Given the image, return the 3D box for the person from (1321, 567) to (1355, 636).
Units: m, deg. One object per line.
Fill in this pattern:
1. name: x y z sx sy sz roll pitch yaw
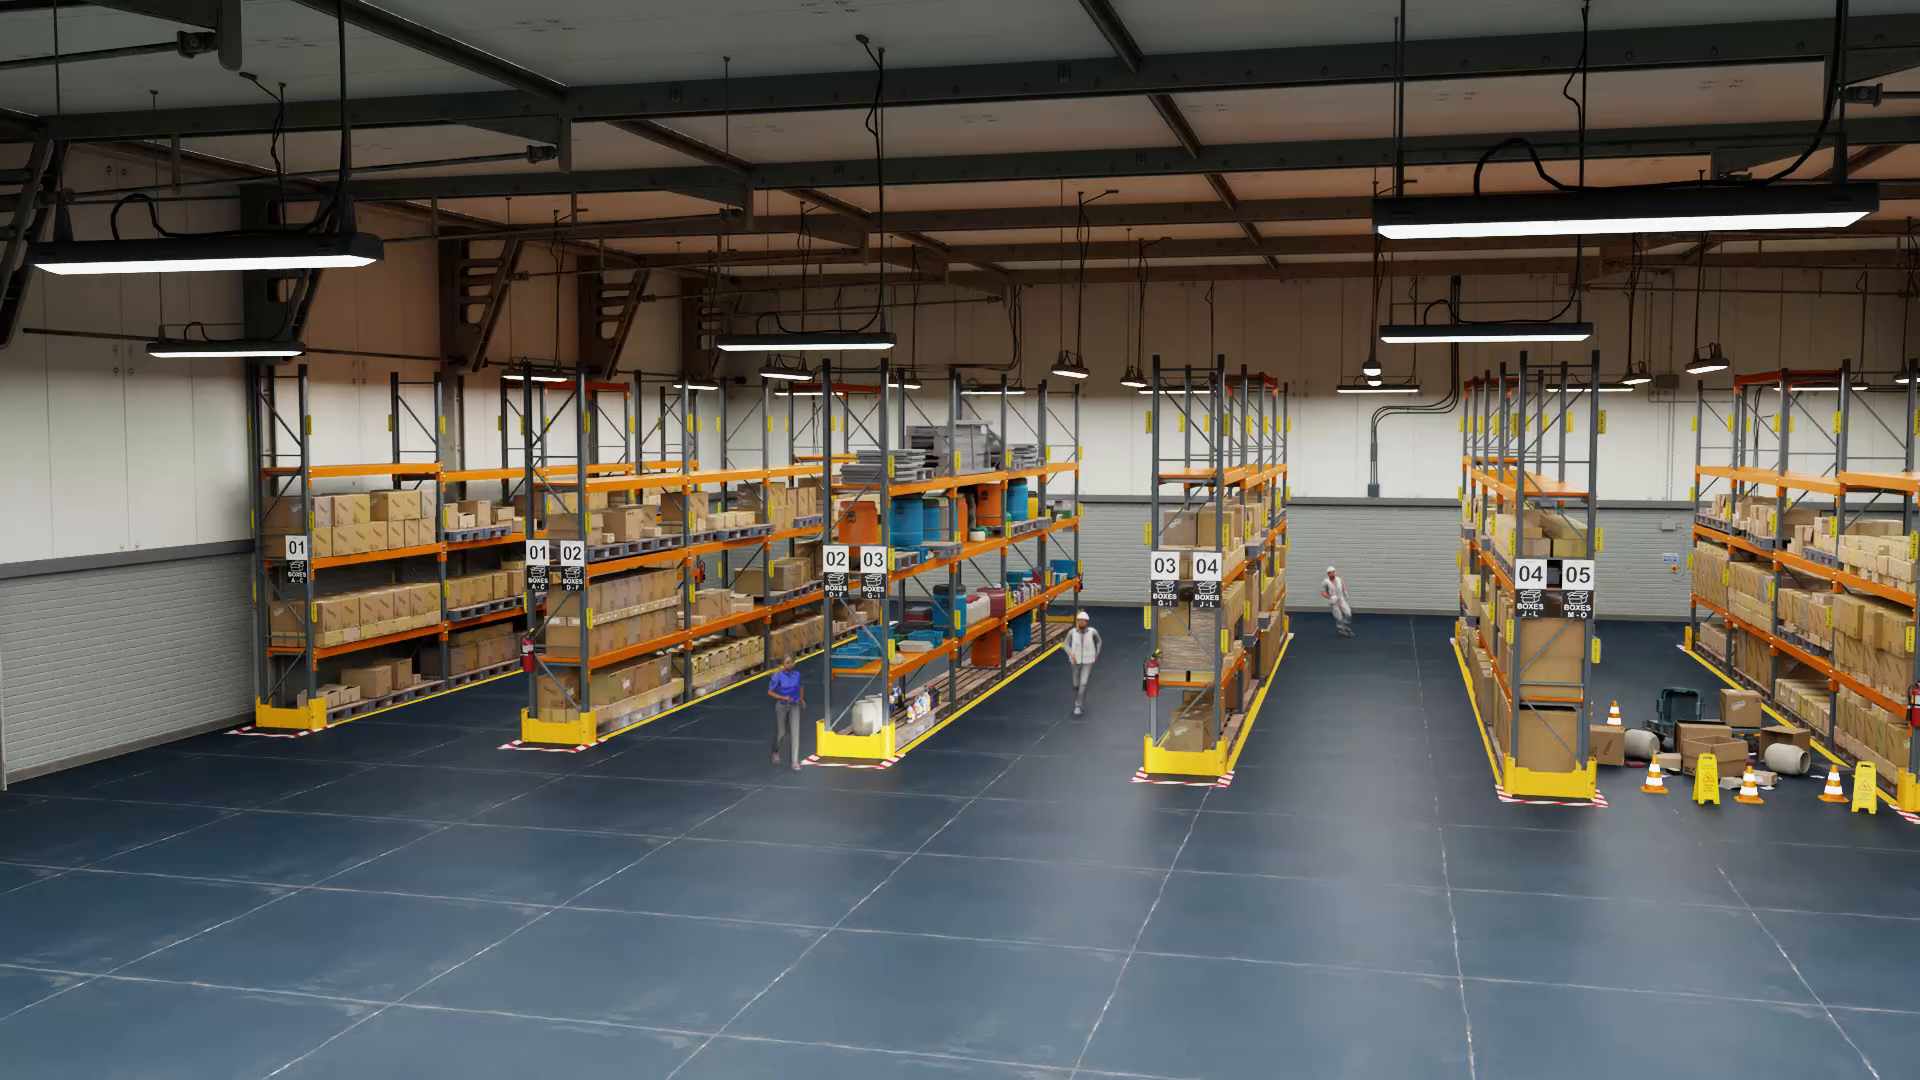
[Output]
1. person: 8.863 1.450 39.124 0.730 1.665 0.528 -1 4 -14

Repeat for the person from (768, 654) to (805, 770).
1. person: -2.522 2.485 24.257 0.595 1.644 0.841 -2 4 -25

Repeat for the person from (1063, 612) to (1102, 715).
1. person: 2.144 2.131 29.125 0.683 1.763 0.883 1 4 8
